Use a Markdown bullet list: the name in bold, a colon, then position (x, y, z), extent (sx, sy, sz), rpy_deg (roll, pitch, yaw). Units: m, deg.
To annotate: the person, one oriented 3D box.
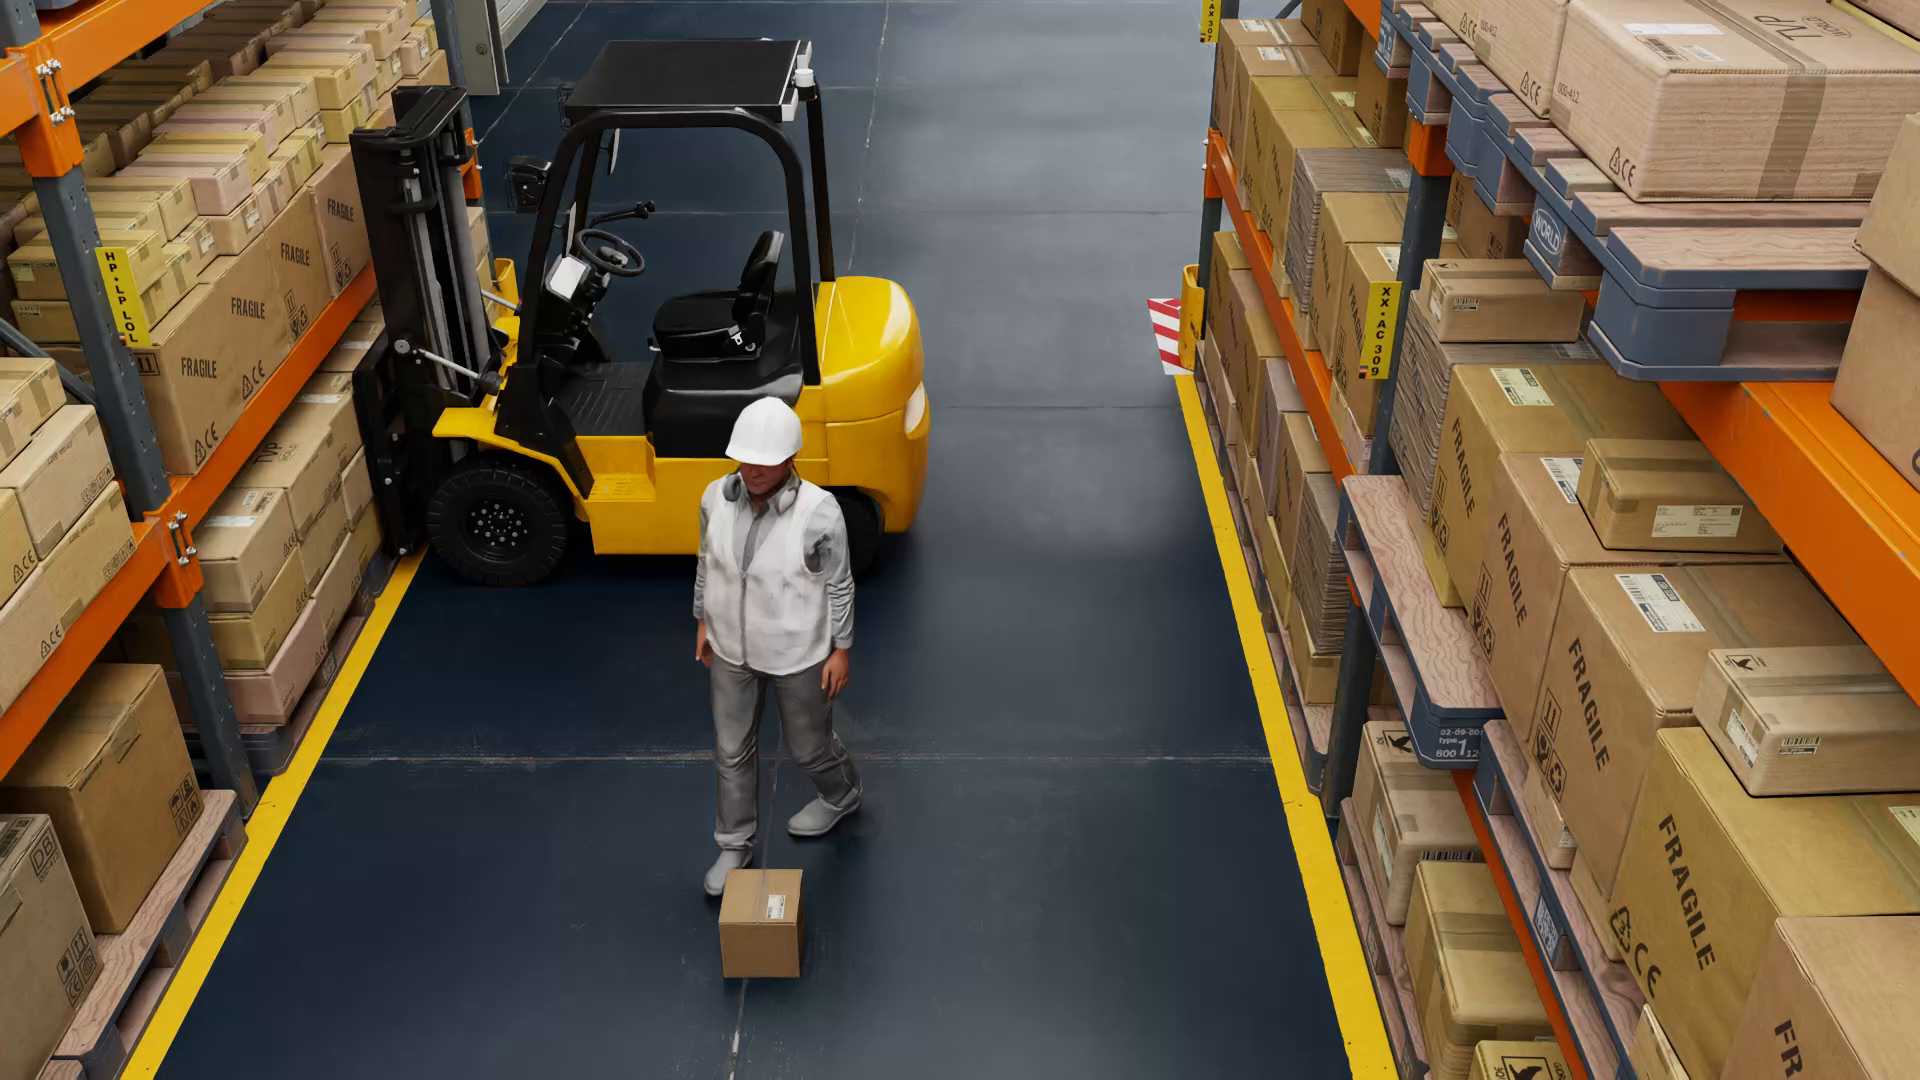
- **person**: position (-0.657, 0.362, 5.510), extent (0.581, 1.771, 0.684), rpy_deg (12, 33, 18)
